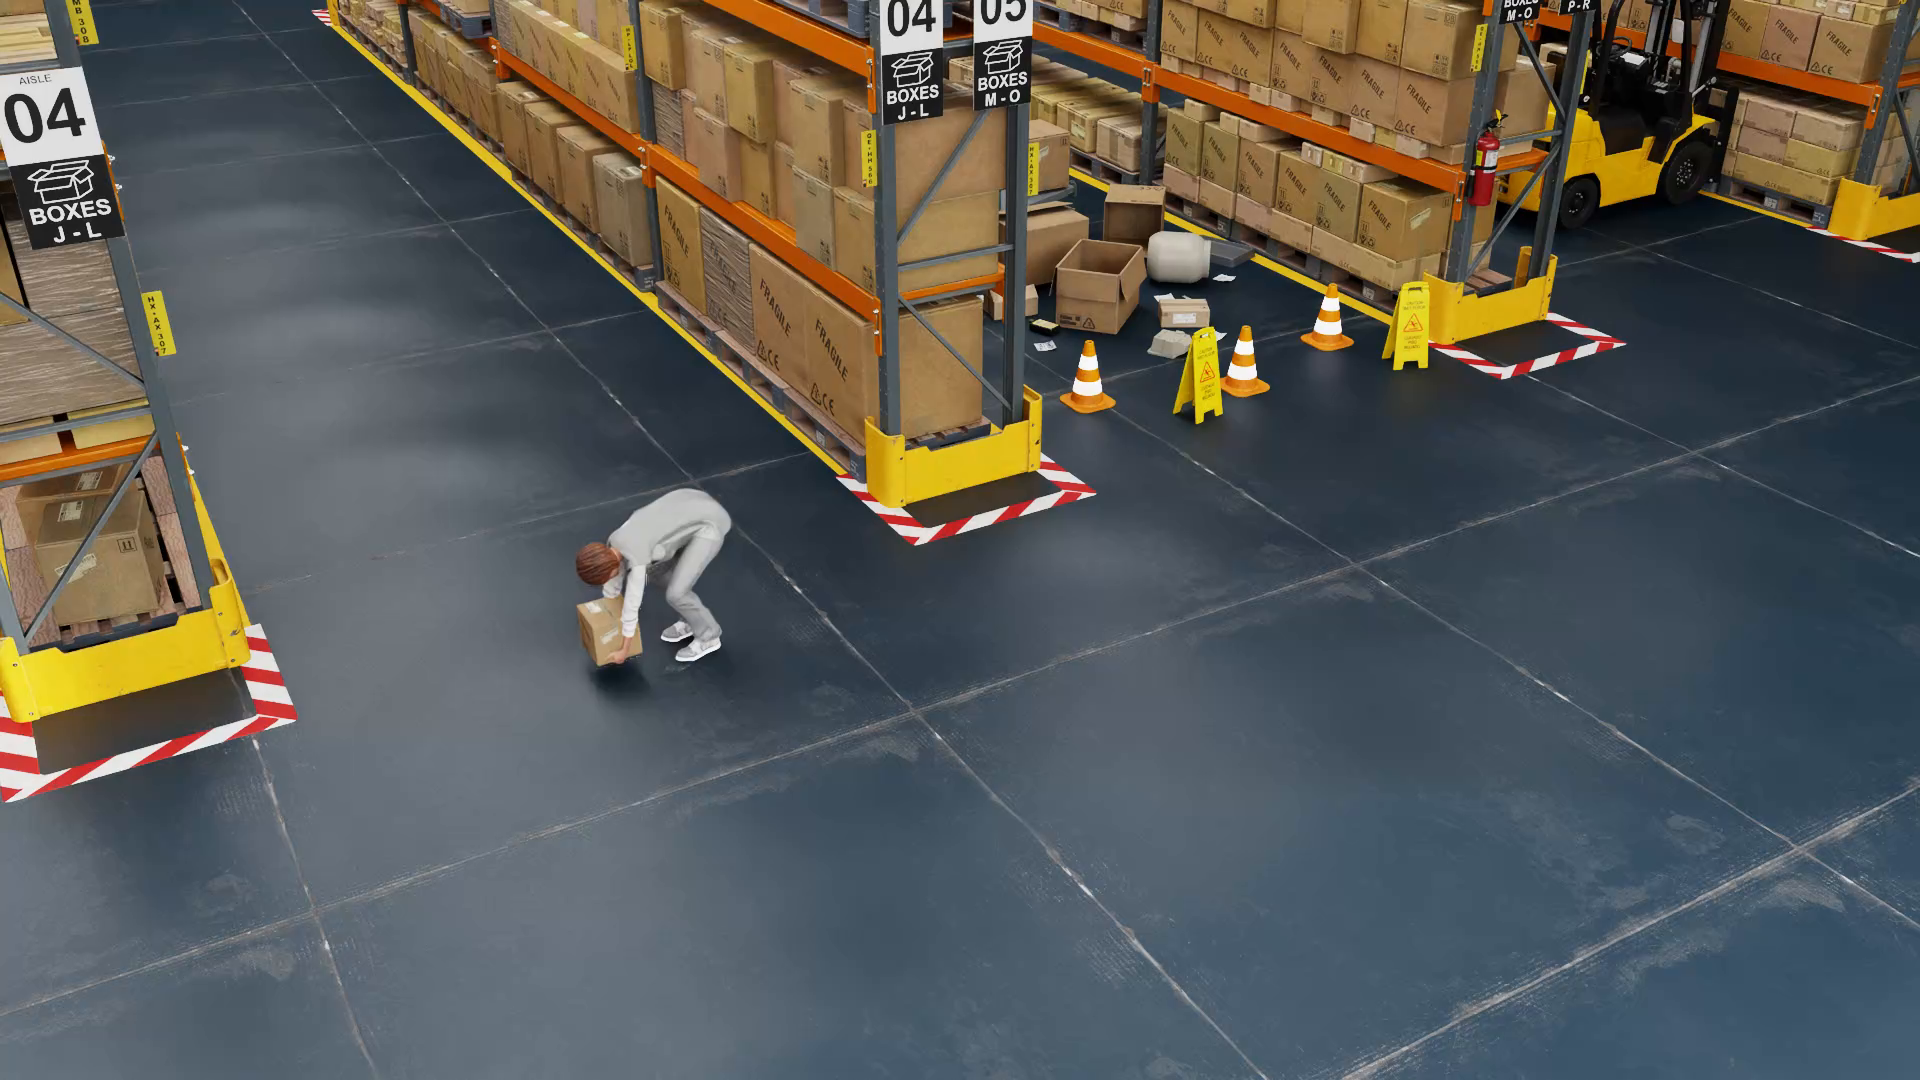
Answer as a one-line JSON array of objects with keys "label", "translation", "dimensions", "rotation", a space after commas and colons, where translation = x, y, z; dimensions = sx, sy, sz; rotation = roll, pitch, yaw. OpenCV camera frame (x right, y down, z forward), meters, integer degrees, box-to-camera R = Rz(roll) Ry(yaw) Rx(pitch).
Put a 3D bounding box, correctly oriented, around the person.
[{"label": "person", "translation": [-1.614, 0.219, 8.858], "dimensions": [0.861, 0.923, 0.416], "rotation": [-18, 34, -28]}]
